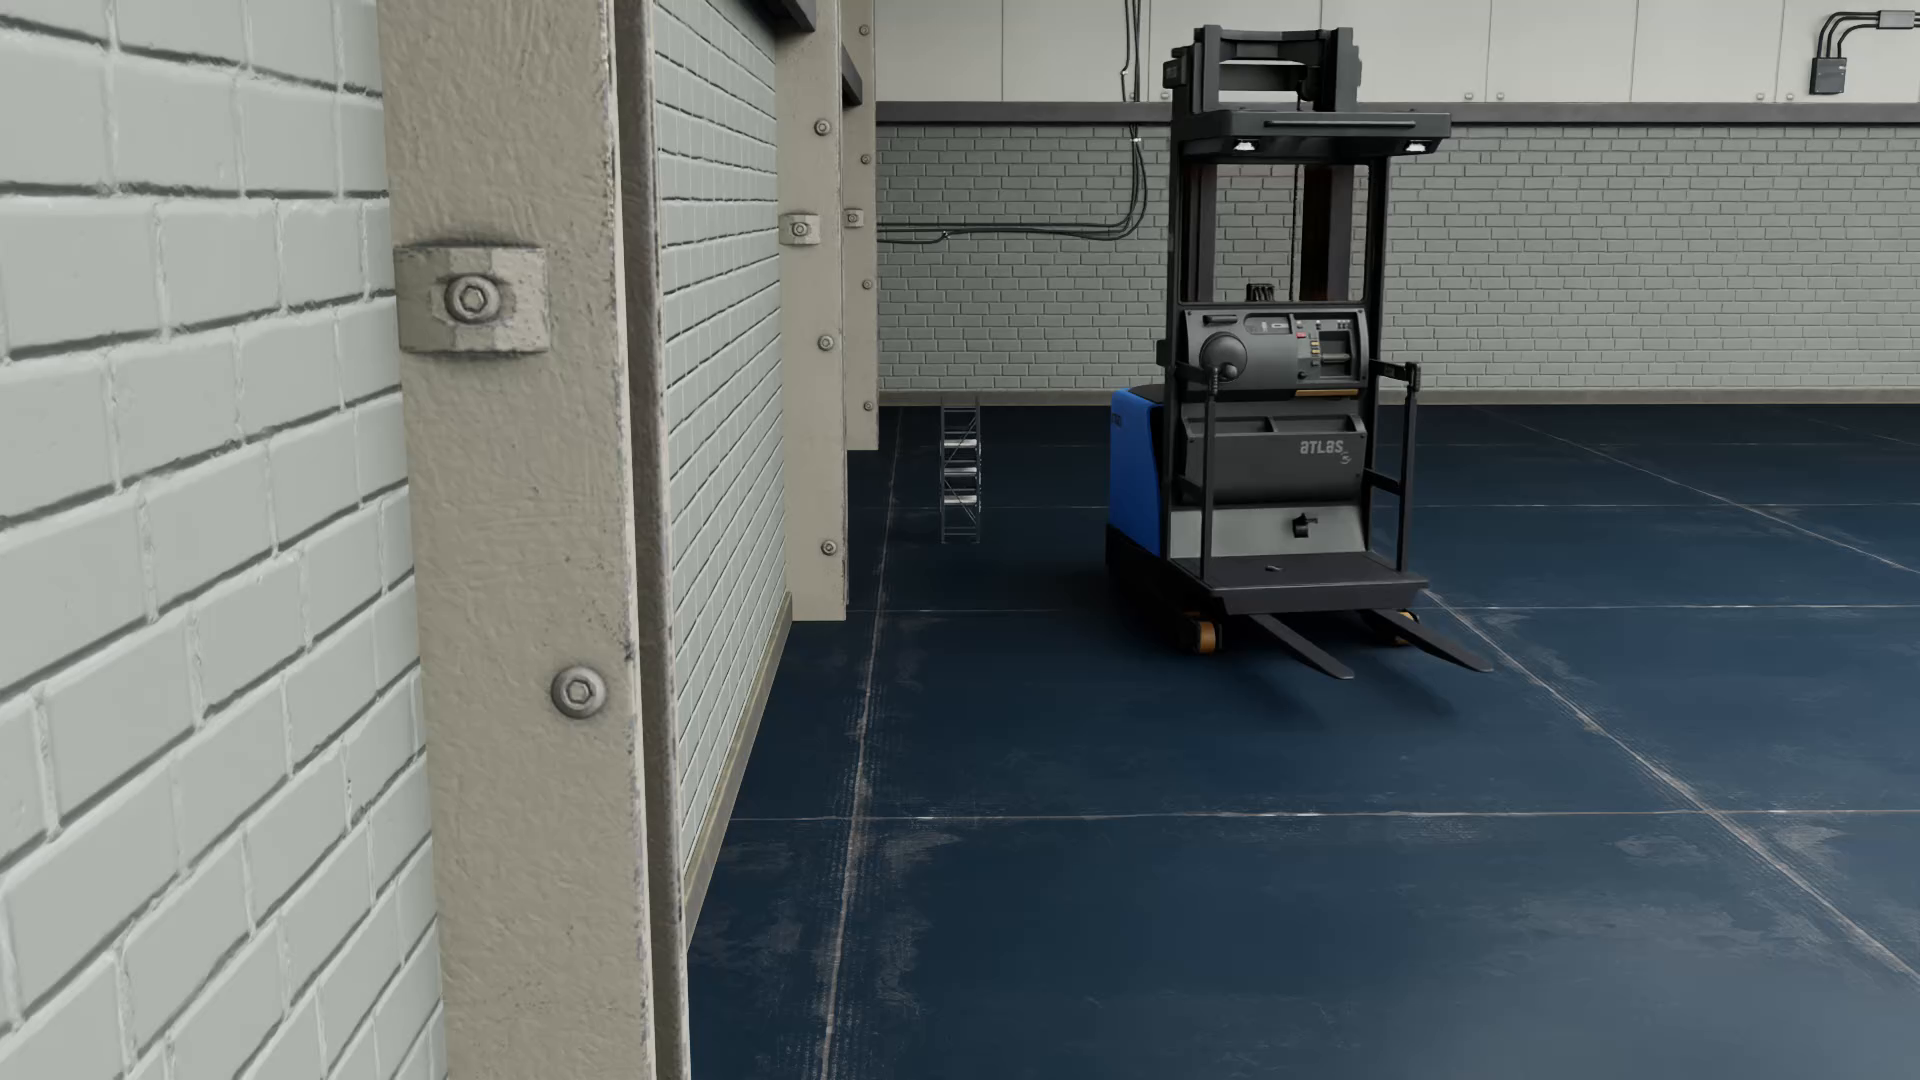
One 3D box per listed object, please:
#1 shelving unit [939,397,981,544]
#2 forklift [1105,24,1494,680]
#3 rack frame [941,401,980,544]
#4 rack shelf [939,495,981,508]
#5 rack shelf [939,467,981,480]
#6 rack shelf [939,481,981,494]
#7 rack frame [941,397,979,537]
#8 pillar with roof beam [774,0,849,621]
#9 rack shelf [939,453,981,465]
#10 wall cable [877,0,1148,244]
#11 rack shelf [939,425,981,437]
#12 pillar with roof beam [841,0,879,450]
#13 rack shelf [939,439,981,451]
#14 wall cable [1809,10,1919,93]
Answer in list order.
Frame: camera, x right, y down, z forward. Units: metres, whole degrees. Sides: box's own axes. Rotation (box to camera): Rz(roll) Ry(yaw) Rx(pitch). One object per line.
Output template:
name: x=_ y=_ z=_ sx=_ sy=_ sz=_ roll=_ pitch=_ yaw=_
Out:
shelving unit: x=0.000 y=-0.439 z=10.462 sx=0.258 sy=0.900 sz=0.210 roll=0 pitch=11 yaw=-1
forklift: x=1.596 y=-0.969 z=7.964 sx=1.130 sy=2.935 sz=3.031 roll=-2 pitch=12 yaw=-10
rack frame: x=0.002 y=-0.419 z=10.362 sx=0.240 sy=0.900 sz=0.006 roll=0 pitch=11 yaw=-1
rack shelf: x=0.000 y=-0.230 z=10.504 sx=0.258 sy=0.077 sz=0.200 roll=0 pitch=11 yaw=-1
rack shelf: x=0.000 y=-0.407 z=10.468 sx=0.258 sy=0.077 sz=0.200 roll=0 pitch=11 yaw=-1
rack shelf: x=0.000 y=-0.319 z=10.486 sx=0.258 sy=0.077 sz=0.200 roll=0 pitch=11 yaw=-1
rack frame: x=-0.002 y=-0.460 z=10.561 sx=0.240 sy=0.900 sz=0.006 roll=0 pitch=11 yaw=-1
pillar with roof beam: x=3.558 y=-4.054 z=7.911 sx=9.100 sy=9.000 sz=0.400 roll=0 pitch=11 yaw=-1
rack shelf: x=0.000 y=-0.495 z=10.450 sx=0.258 sy=0.077 sz=0.200 roll=0 pitch=11 yaw=-1
wall cable: x=0.391 y=-4.299 z=16.925 sx=3.097 sy=2.526 sz=0.112 roll=0 pitch=11 yaw=-1
rack shelf: x=0.000 y=-0.671 z=10.415 sx=0.258 sy=0.077 sz=0.200 roll=0 pitch=11 yaw=-1
pillar with roof beam: x=3.434 y=-5.247 z=13.790 sx=9.100 sy=9.000 sz=0.400 roll=0 pitch=11 yaw=-1
rack shelf: x=0.000 y=-0.583 z=10.433 sx=0.258 sy=0.077 sz=0.200 roll=0 pitch=11 yaw=-1
wall cable: x=9.883 y=-7.523 z=16.455 sx=2.305 sy=6.003 sz=0.169 roll=0 pitch=11 yaw=-1
